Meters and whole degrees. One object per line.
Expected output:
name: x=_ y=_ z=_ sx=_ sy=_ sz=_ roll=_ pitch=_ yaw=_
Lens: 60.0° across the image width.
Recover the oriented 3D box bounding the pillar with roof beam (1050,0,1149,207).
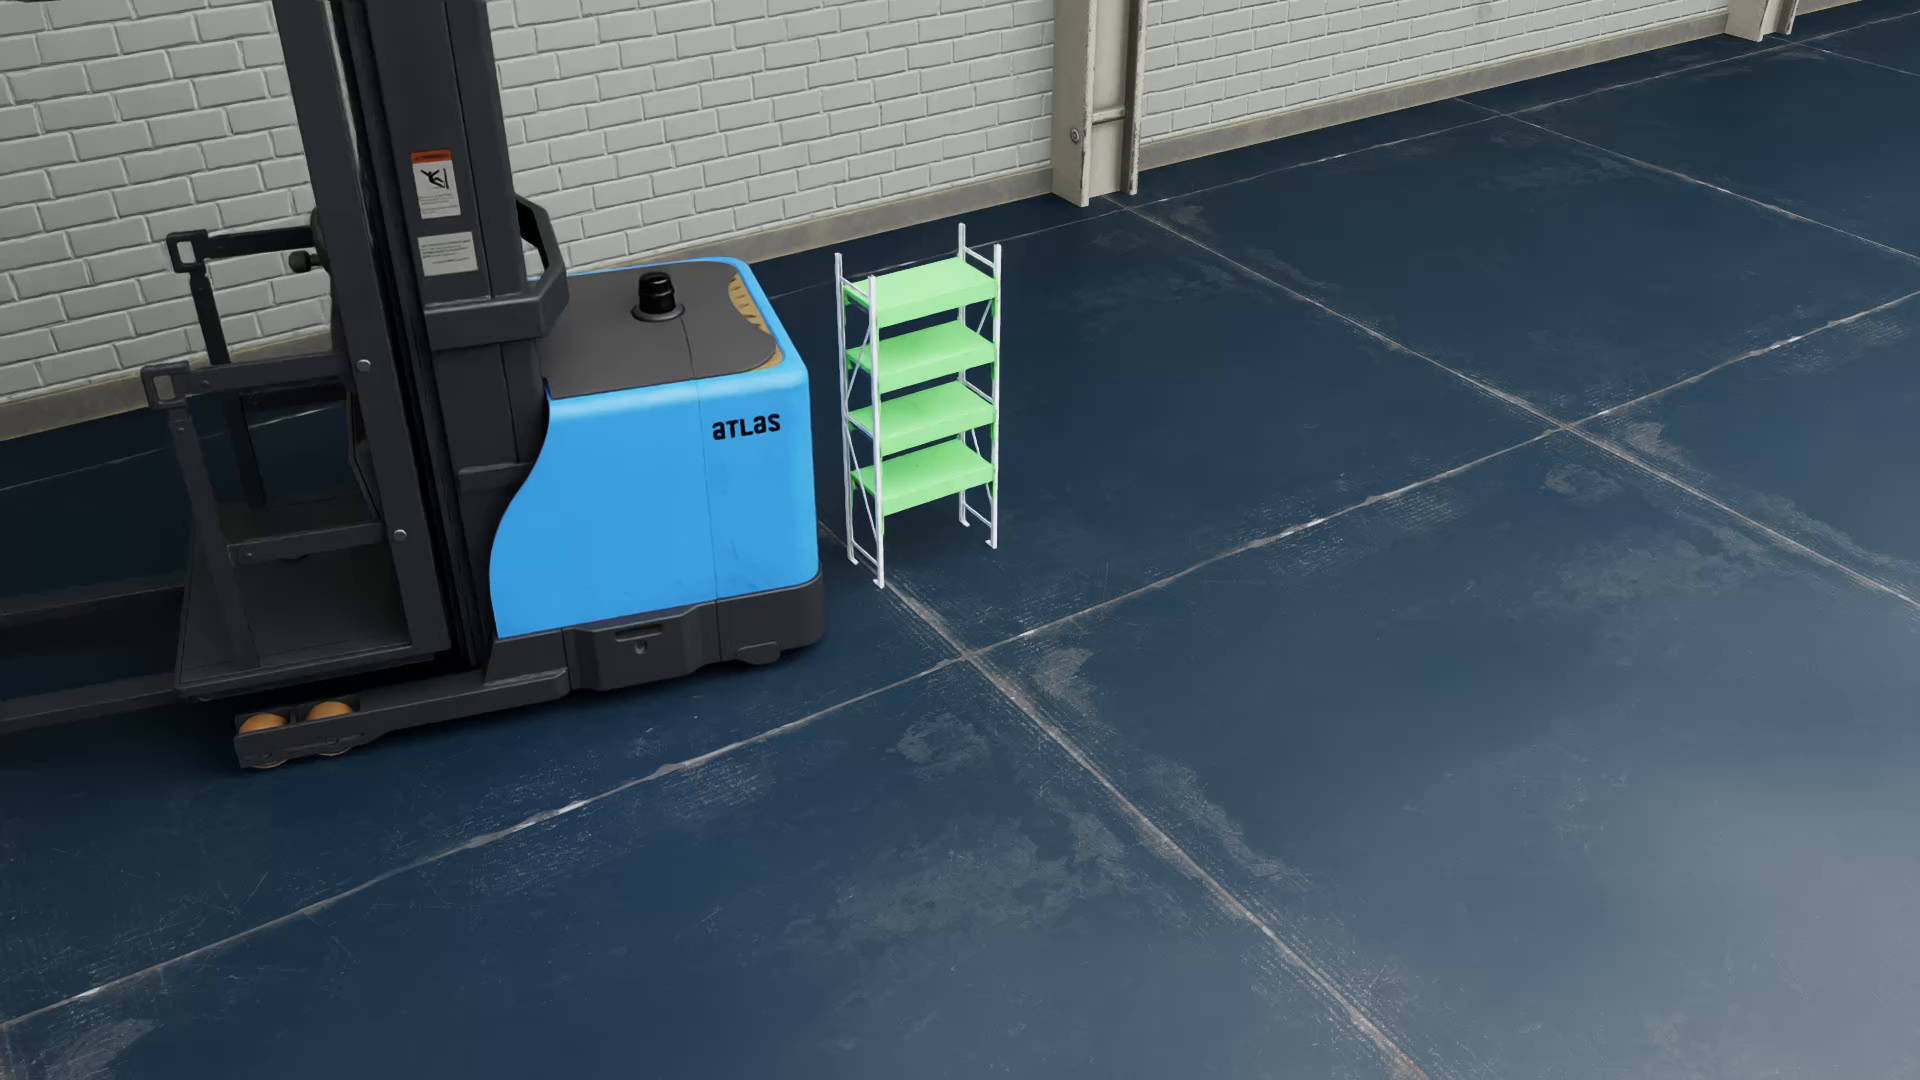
pillar with roof beam: x=3.081 y=-3.835 z=3.895 sx=0.400 sy=9.000 sz=9.100 roll=-19 pitch=37 yaw=-27

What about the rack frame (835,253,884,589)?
rack frame: x=-0.344 y=-0.389 z=5.742 sx=0.015 sy=1.200 sz=0.240 roll=-19 pitch=37 yaw=-27

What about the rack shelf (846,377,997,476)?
rack shelf: x=-0.139 y=-0.406 z=5.888 sx=0.480 sy=0.148 sz=0.258 roll=-19 pitch=37 yaw=-27

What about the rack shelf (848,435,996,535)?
rack shelf: x=-0.139 y=-0.203 z=6.016 sx=0.480 sy=0.148 sz=0.258 roll=-19 pitch=37 yaw=-27

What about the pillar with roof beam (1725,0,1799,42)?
pillar with roof beam: x=8.124 y=-5.570 z=6.645 sx=0.400 sy=9.000 sz=9.100 roll=-19 pitch=37 yaw=-27

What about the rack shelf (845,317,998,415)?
rack shelf: x=-0.139 y=-0.609 z=5.760 sx=0.480 sy=0.148 sz=0.258 roll=-19 pitch=37 yaw=-27

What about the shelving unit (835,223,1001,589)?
shelving unit: x=-0.139 y=-0.460 z=5.854 sx=0.503 sy=1.200 sz=0.258 roll=-19 pitch=37 yaw=-27

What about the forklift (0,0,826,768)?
forklift: x=-2.030 y=-0.852 z=4.853 sx=3.031 sy=2.935 sz=1.130 roll=-10 pitch=34 yaw=-15

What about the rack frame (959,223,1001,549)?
rack frame: x=0.066 y=-0.530 z=5.966 sx=0.015 sy=1.200 sz=0.240 roll=-19 pitch=37 yaw=-27

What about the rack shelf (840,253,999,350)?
rack shelf: x=-0.139 y=-0.812 z=5.632 sx=0.480 sy=0.148 sz=0.258 roll=-19 pitch=37 yaw=-27
